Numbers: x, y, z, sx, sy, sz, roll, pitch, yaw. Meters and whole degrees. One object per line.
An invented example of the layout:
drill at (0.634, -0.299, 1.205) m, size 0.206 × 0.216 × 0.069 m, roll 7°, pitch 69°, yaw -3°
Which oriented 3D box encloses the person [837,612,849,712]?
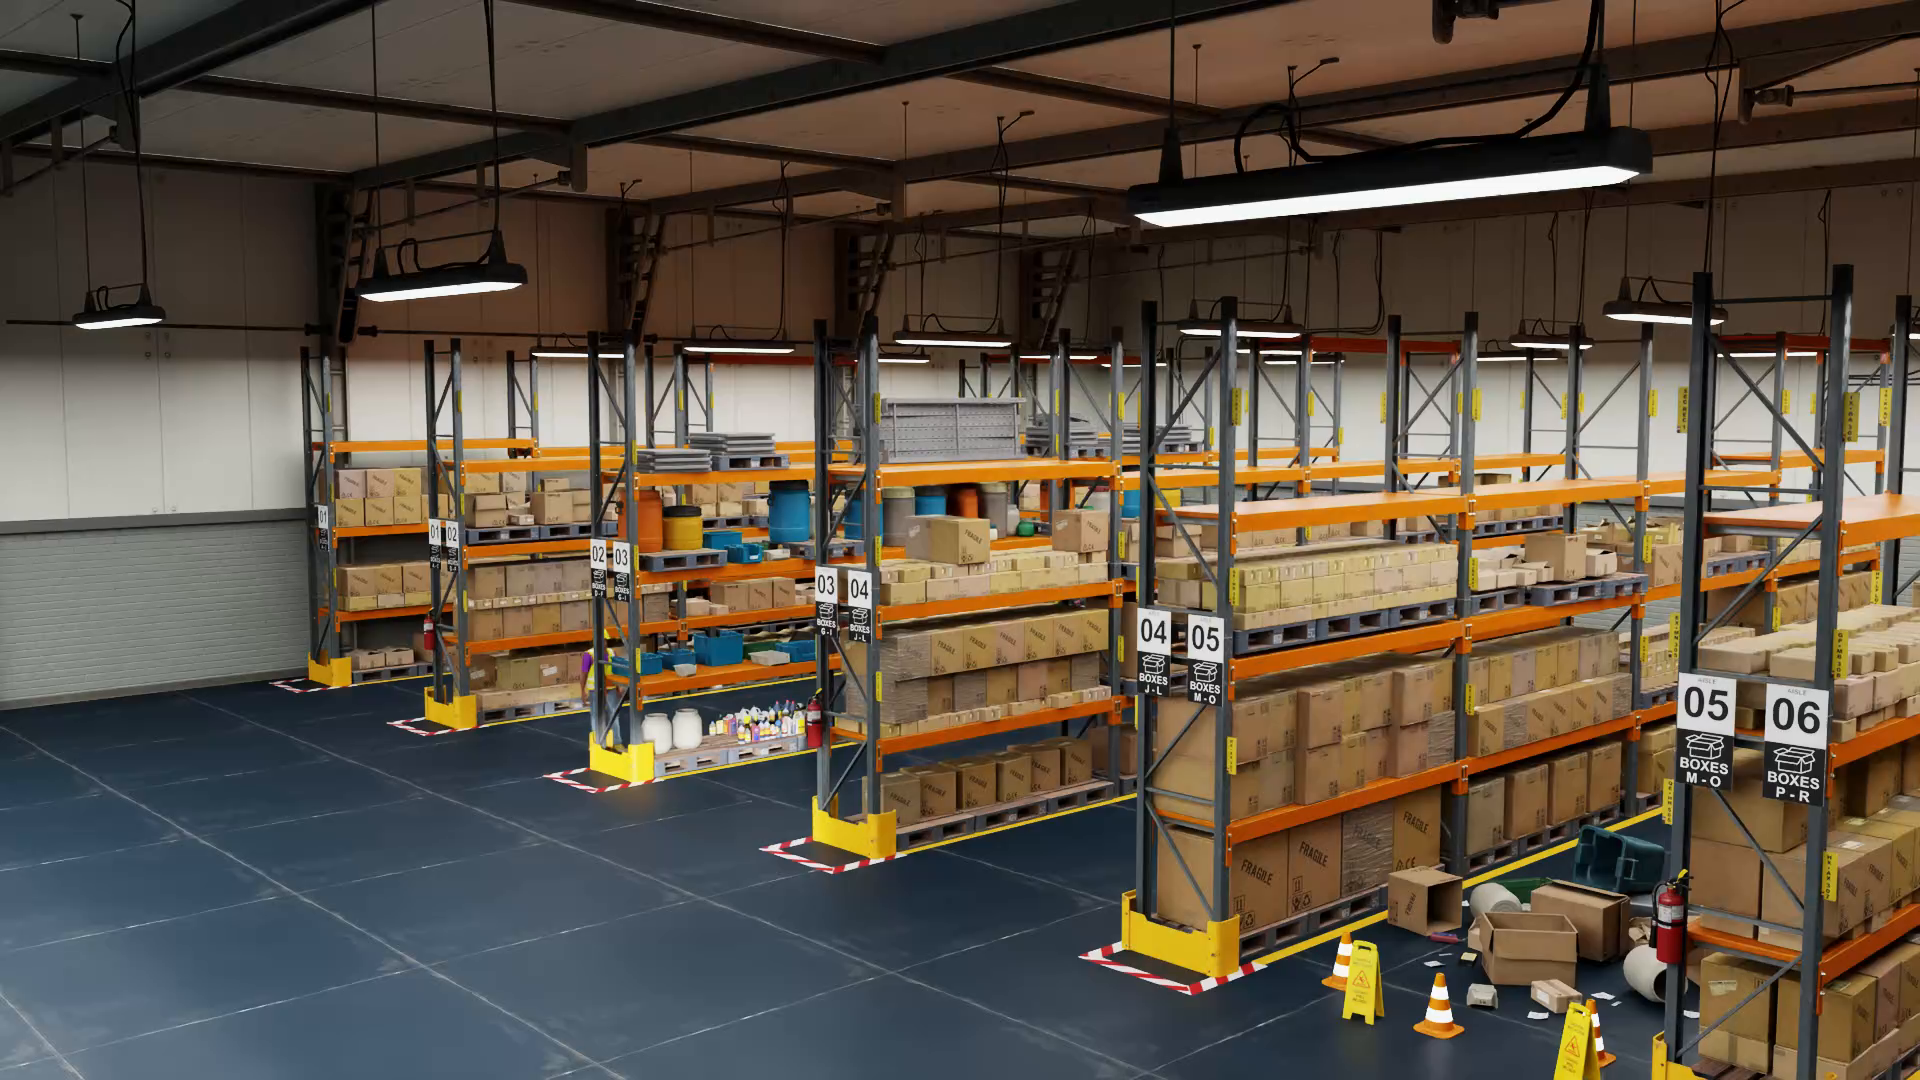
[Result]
person at (-1.715, 1.936, 26.648) m, size 0.616 × 1.793 × 0.484 m, roll 1°, pitch 5°, yaw 13°

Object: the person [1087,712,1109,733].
person at (1.987, 2.248, 24.070) m, size 0.581 × 1.702 × 0.508 m, roll 0°, pitch 5°, yaw 5°

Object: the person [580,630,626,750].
person at (-5.150, 2.184, 23.993) m, size 0.622 × 1.775 × 0.509 m, roll -3°, pitch 6°, yaw -33°

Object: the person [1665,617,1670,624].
person at (11.156, 2.051, 26.023) m, size 0.985 × 1.716 × 0.543 m, roll -4°, pitch 7°, yaw -40°
